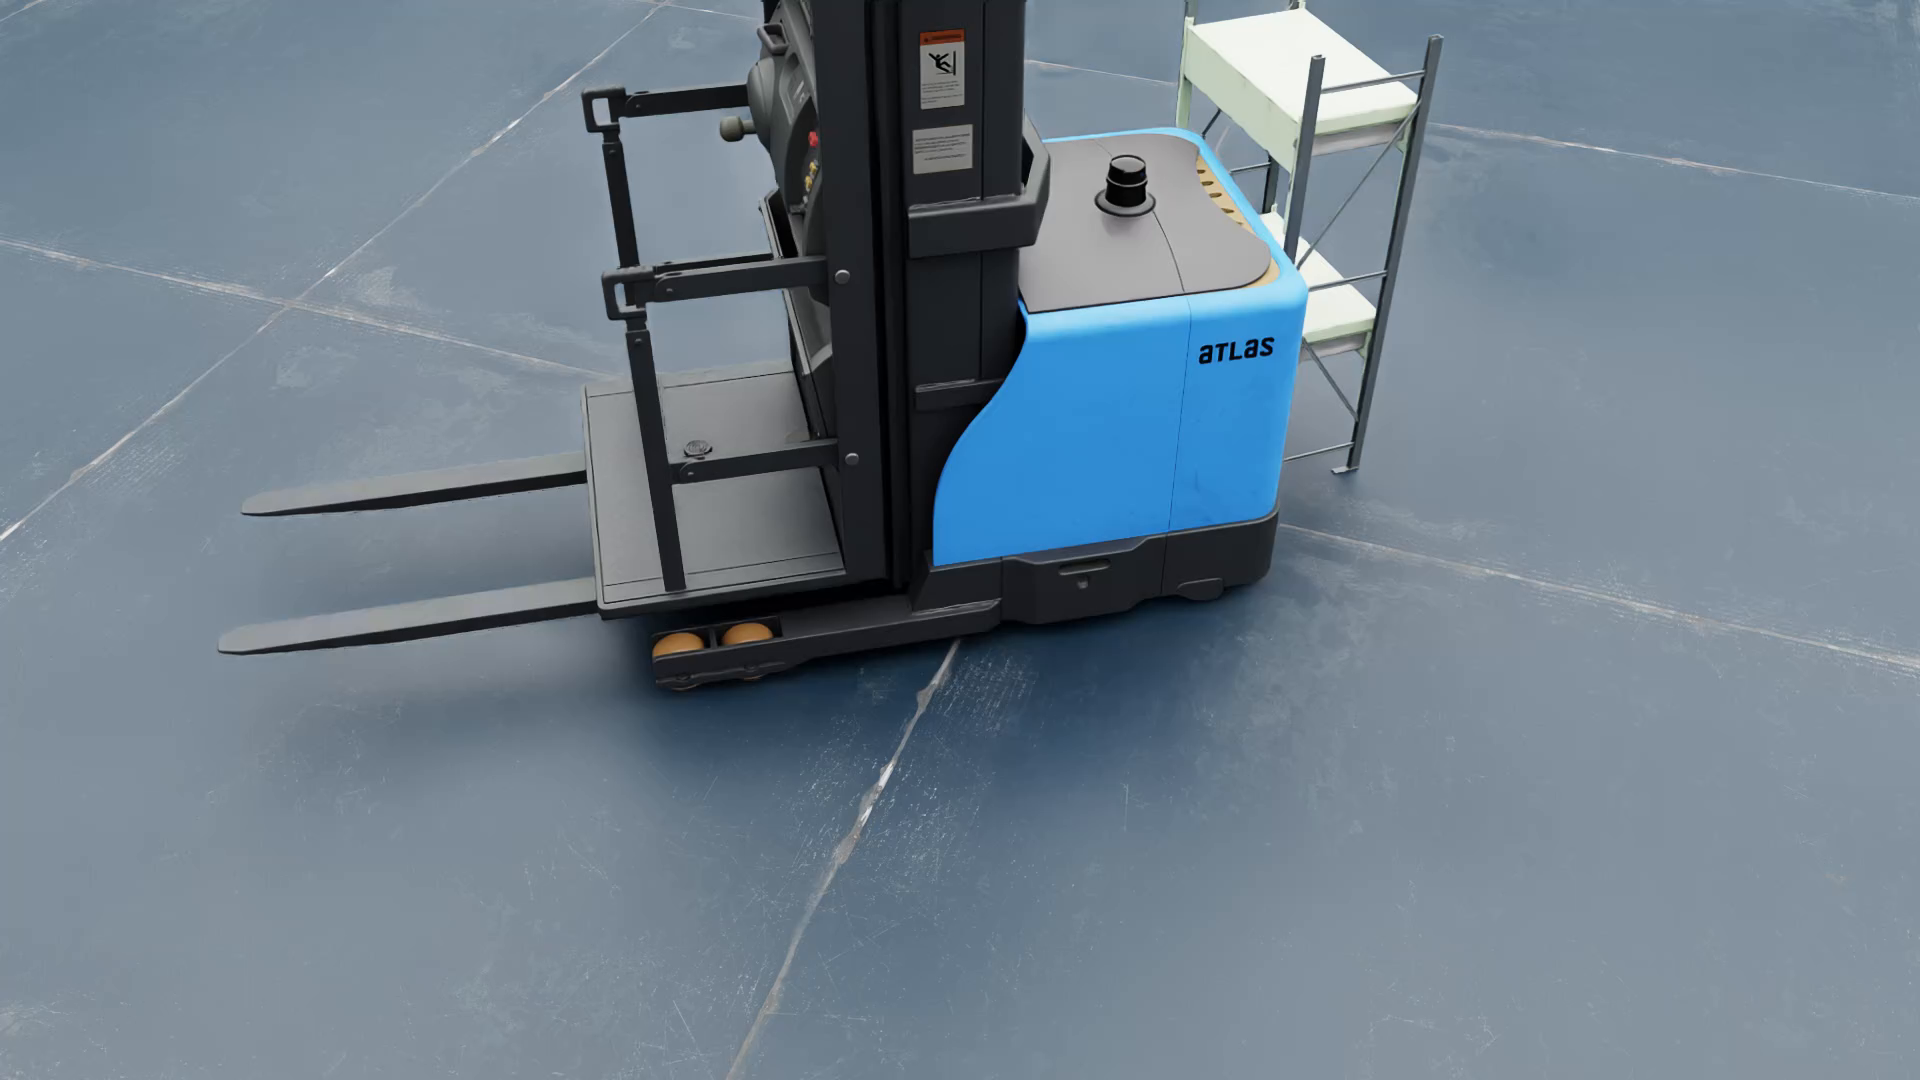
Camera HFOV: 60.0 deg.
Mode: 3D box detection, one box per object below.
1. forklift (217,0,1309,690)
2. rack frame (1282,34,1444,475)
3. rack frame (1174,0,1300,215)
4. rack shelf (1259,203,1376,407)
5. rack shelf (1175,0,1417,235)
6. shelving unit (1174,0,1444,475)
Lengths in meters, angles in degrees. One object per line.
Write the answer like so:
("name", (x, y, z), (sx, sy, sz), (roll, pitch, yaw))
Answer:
("forklift", (-0.627, -1.064, 4.239), (3.031, 2.935, 1.130), (-8, 41, -9))
("rack frame", (1.133, -0.767, 4.993), (0.400, 1.500, 0.023), (-14, 42, -15))
("rack frame", (0.879, -1.213, 5.516), (0.400, 1.500, 0.023), (-14, 42, -15))
("rack shelf", (1.006, -0.742, 5.466), (0.431, 0.370, 0.720), (-14, 42, -15))
("rack shelf", (1.006, -1.287, 5.001), (0.431, 0.370, 0.720), (-14, 42, -15))
("shelving unit", (1.006, -0.990, 5.254), (0.431, 1.500, 0.755), (-14, 42, -15))
